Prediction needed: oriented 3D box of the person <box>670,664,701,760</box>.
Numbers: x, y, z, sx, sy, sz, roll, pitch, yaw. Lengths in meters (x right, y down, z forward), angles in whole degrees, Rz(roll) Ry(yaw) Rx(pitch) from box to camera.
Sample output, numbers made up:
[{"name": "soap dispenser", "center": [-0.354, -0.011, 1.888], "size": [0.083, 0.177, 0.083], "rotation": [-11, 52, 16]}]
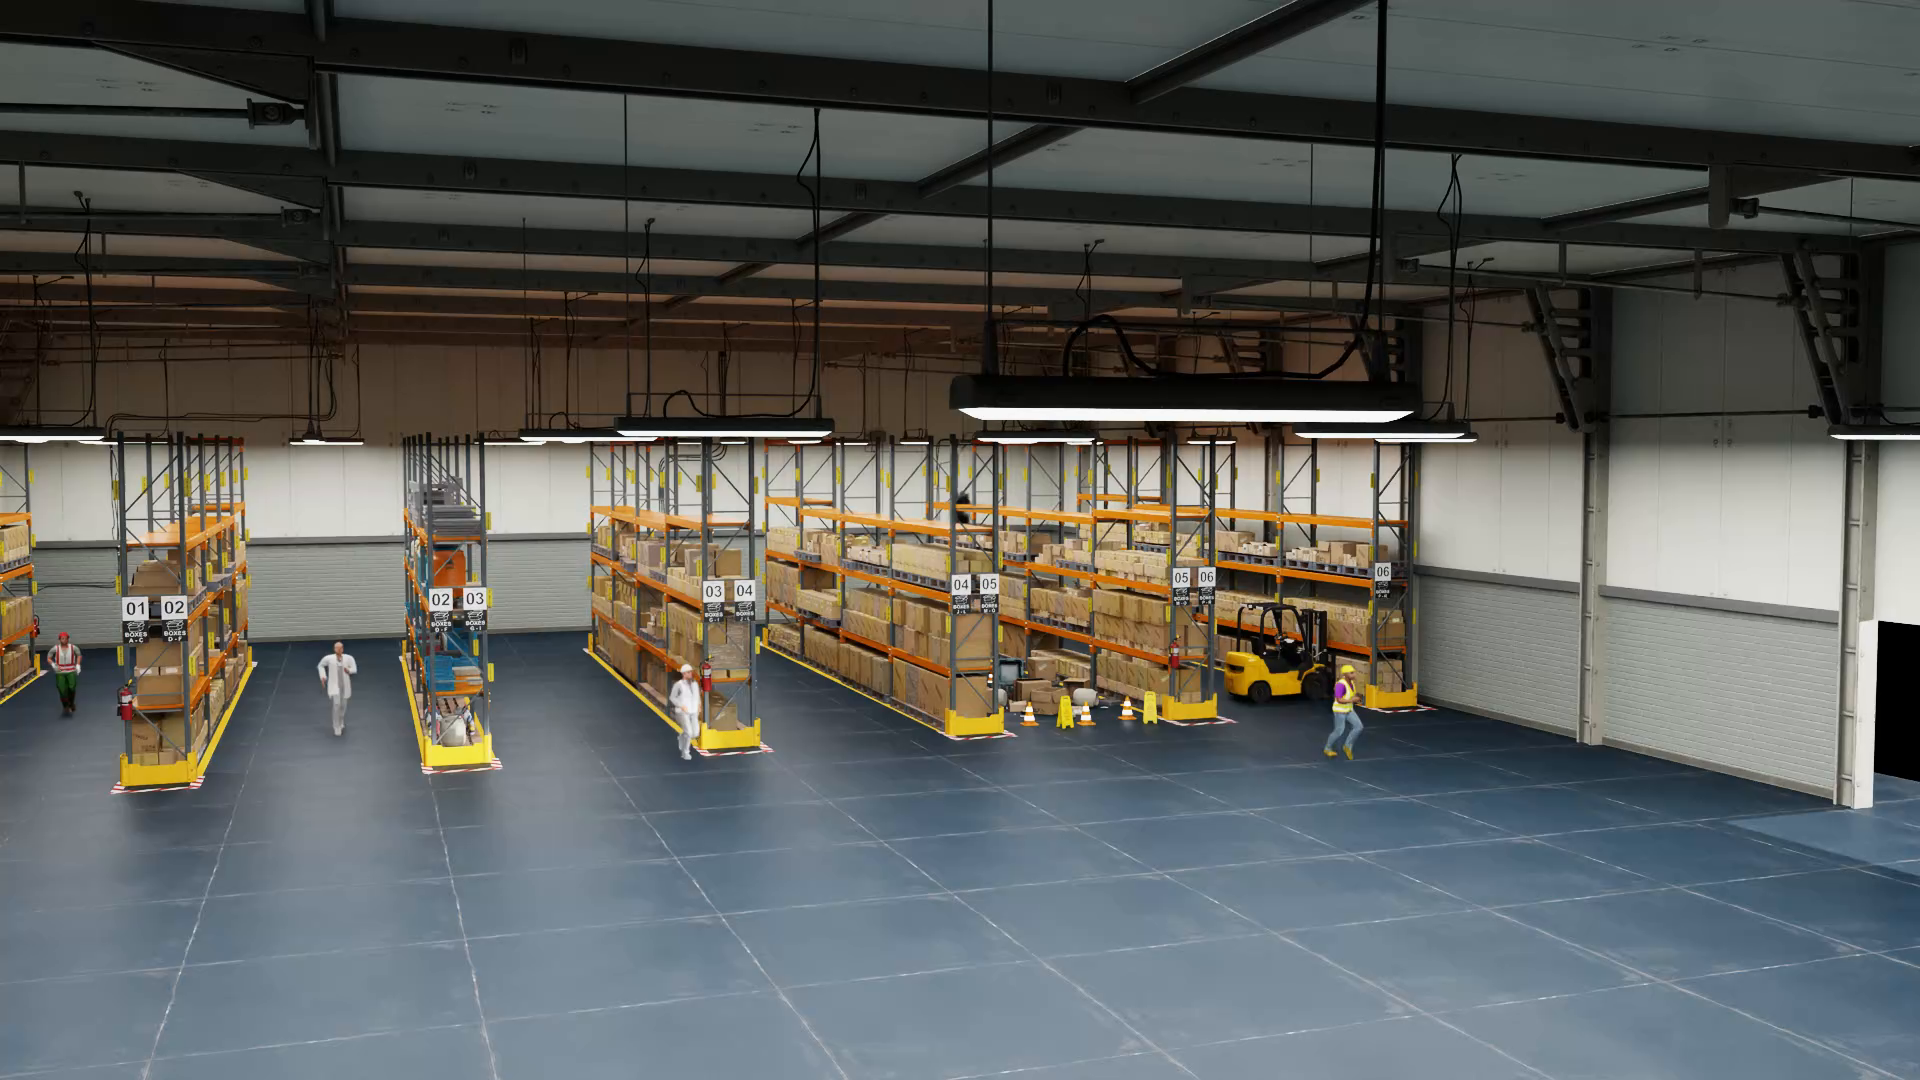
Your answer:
[{"name": "person", "center": [-5.070, 3.161, 30.741], "size": [0.614, 1.736, 0.691], "rotation": [3, 4, 44]}]

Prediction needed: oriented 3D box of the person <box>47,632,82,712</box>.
[{"name": "person", "center": [-19.256, 2.855, 35.763], "size": [0.663, 1.744, 0.590], "rotation": [-2, 4, -28]}]

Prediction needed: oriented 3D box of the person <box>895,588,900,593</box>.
[{"name": "person", "center": [-1.797, 2.092, 45.568], "size": [0.704, 1.758, 0.550], "rotation": [-2, 4, -28]}]

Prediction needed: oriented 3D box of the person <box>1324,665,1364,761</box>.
[{"name": "person", "center": [7.038, 3.155, 30.466], "size": [0.810, 1.757, 0.724], "rotation": [3, 4, 42]}]

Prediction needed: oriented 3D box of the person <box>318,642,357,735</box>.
[{"name": "person", "center": [-12.499, 2.979, 33.464], "size": [0.672, 1.849, 0.855], "rotation": [-2, 4, -35]}]
